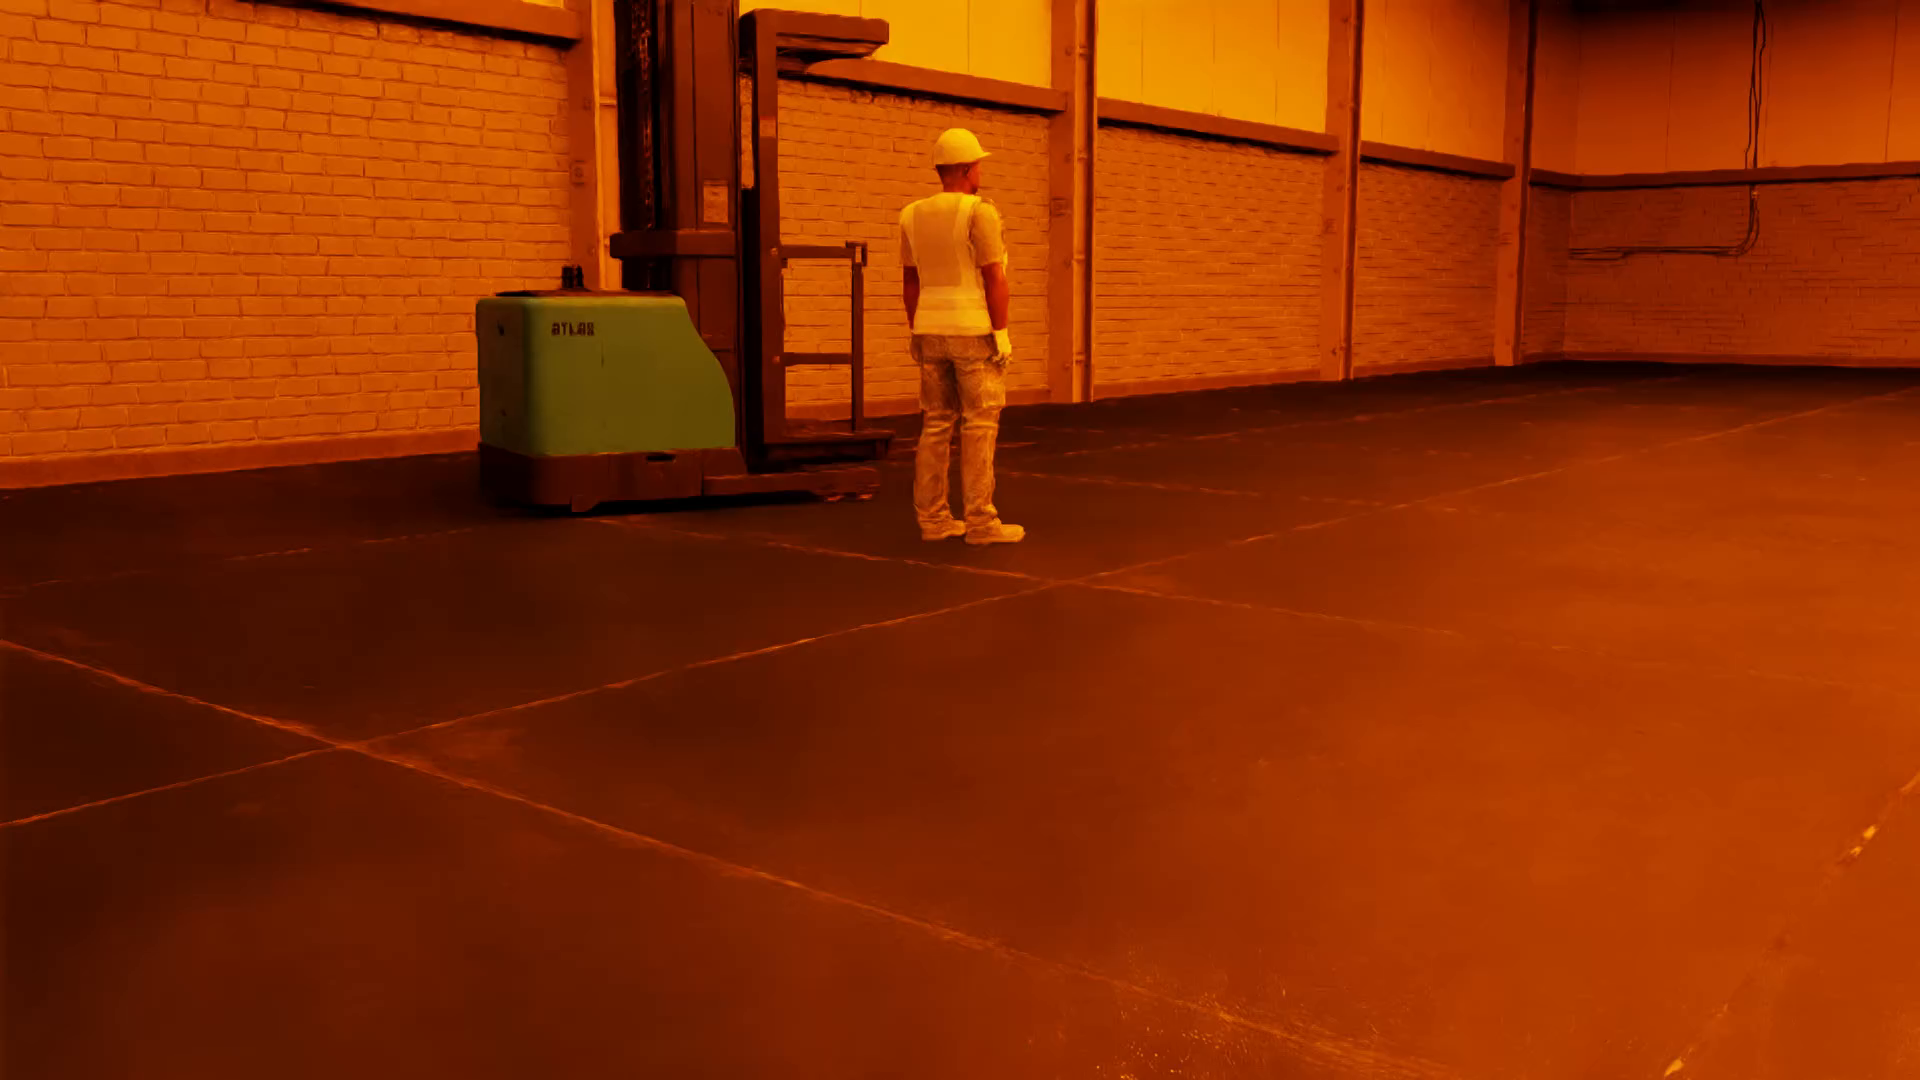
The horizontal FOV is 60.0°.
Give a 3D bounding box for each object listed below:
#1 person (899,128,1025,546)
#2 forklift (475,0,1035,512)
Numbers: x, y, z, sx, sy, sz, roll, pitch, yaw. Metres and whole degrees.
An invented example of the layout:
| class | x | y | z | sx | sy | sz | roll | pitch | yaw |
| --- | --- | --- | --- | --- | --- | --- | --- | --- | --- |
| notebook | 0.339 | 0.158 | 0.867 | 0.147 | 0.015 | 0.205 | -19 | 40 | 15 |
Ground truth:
| class | x | y | z | sx | sy | sz | roll | pitch | yaw |
| --- | --- | --- | --- | --- | --- | --- | --- | --- | --- |
| person | 0.008 | -0.886 | 7.287 | 0.546 | 1.789 | 0.365 | 7 | 11 | 38 |
| forklift | -1.027 | -1.719 | 9.029 | 3.031 | 2.935 | 1.130 | -5 | 10 | -31 |
